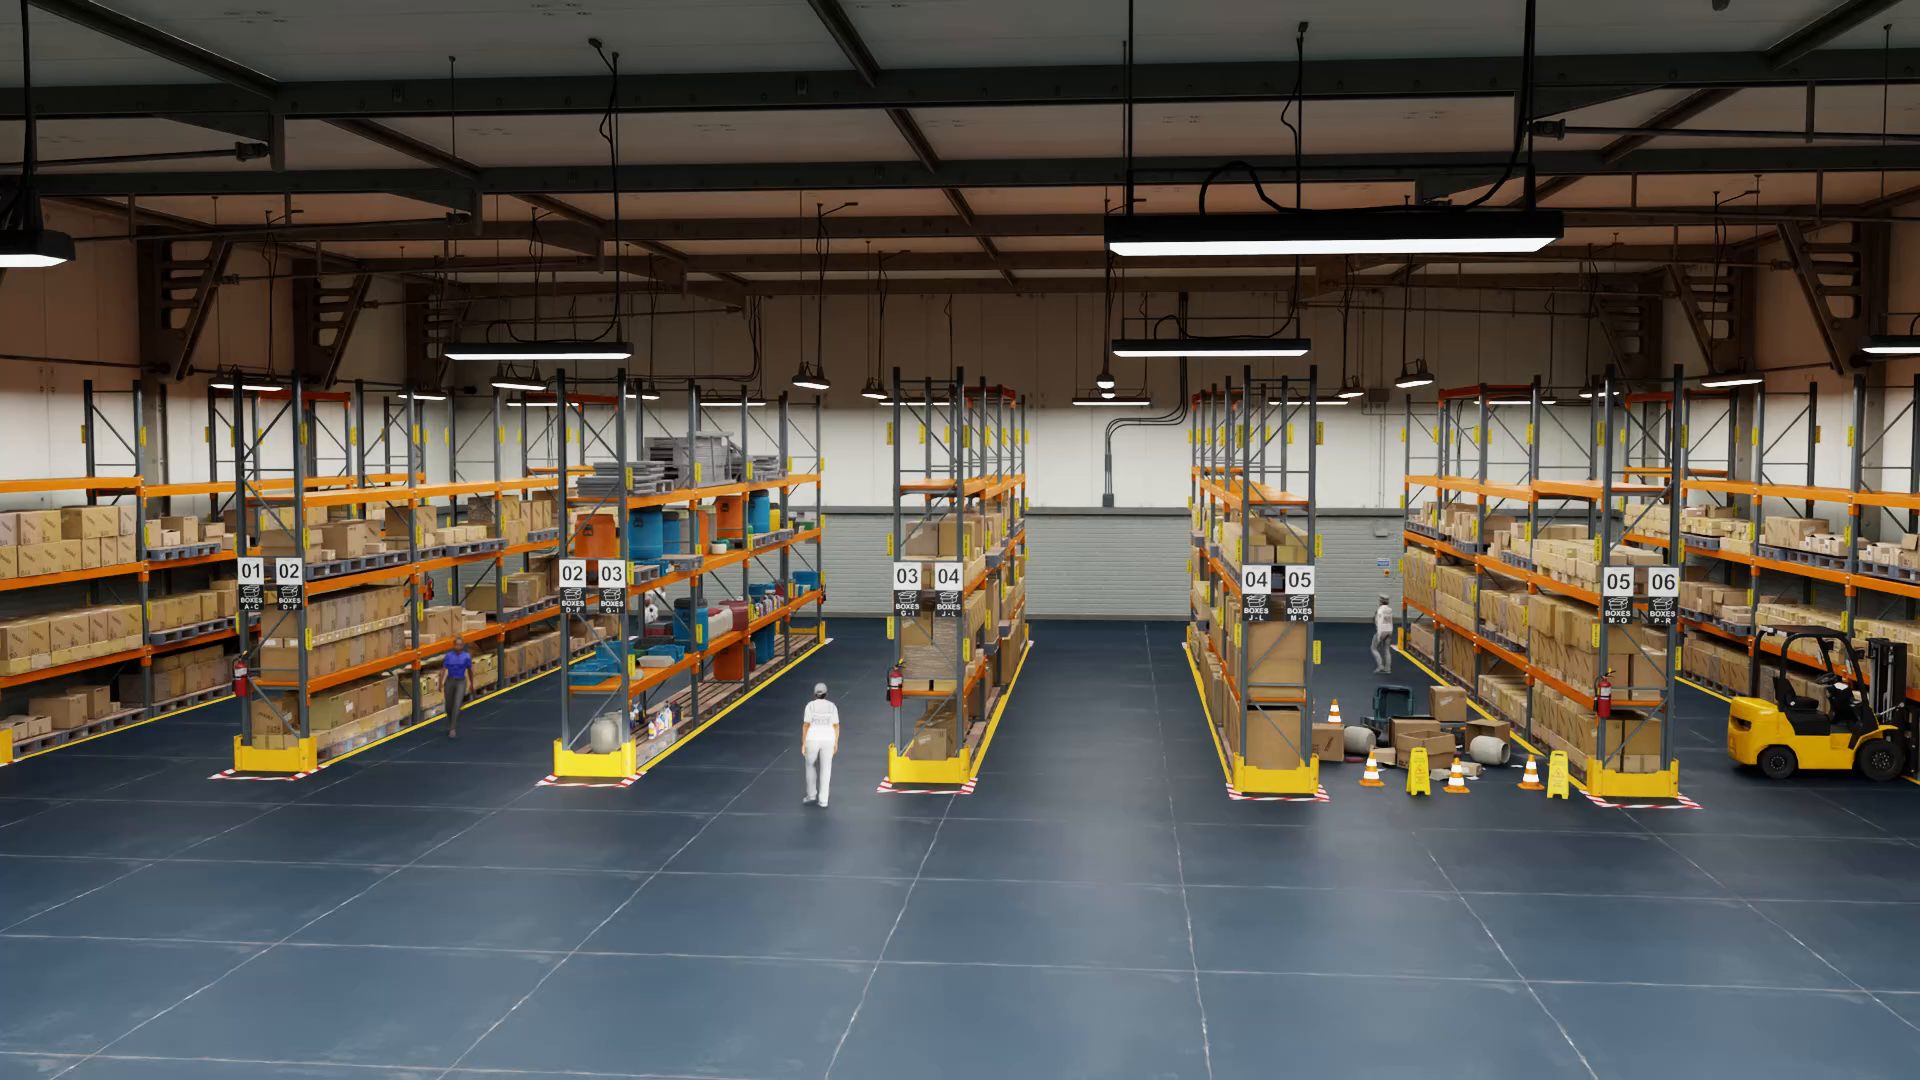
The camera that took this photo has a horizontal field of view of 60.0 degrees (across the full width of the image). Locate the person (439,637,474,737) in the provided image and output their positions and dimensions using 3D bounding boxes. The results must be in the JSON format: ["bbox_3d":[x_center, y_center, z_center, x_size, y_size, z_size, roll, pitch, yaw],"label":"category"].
[{"bbox_3d":[-8.496,2.491,28.061,0.543,1.570,0.805,-1,4,-11],"label":"person"}]

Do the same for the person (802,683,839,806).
[{"bbox_3d":[-1.895,2.793,22.608,0.513,1.688,0.701,0,4,-7],"label":"person"}]

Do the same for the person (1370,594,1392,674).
[{"bbox_3d":[8.944,1.984,35.102,0.509,1.690,0.406,-2,4,-33],"label":"person"}]

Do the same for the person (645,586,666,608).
[{"bbox_3d":[-8.031,1.409,43.498,0.596,1.714,1.103,-1,4,-22],"label":"person"}]

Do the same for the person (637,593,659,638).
[{"bbox_3d":[-6.700,1.942,35.828,0.454,1.636,0.863,0,4,3],"label":"person"}]
